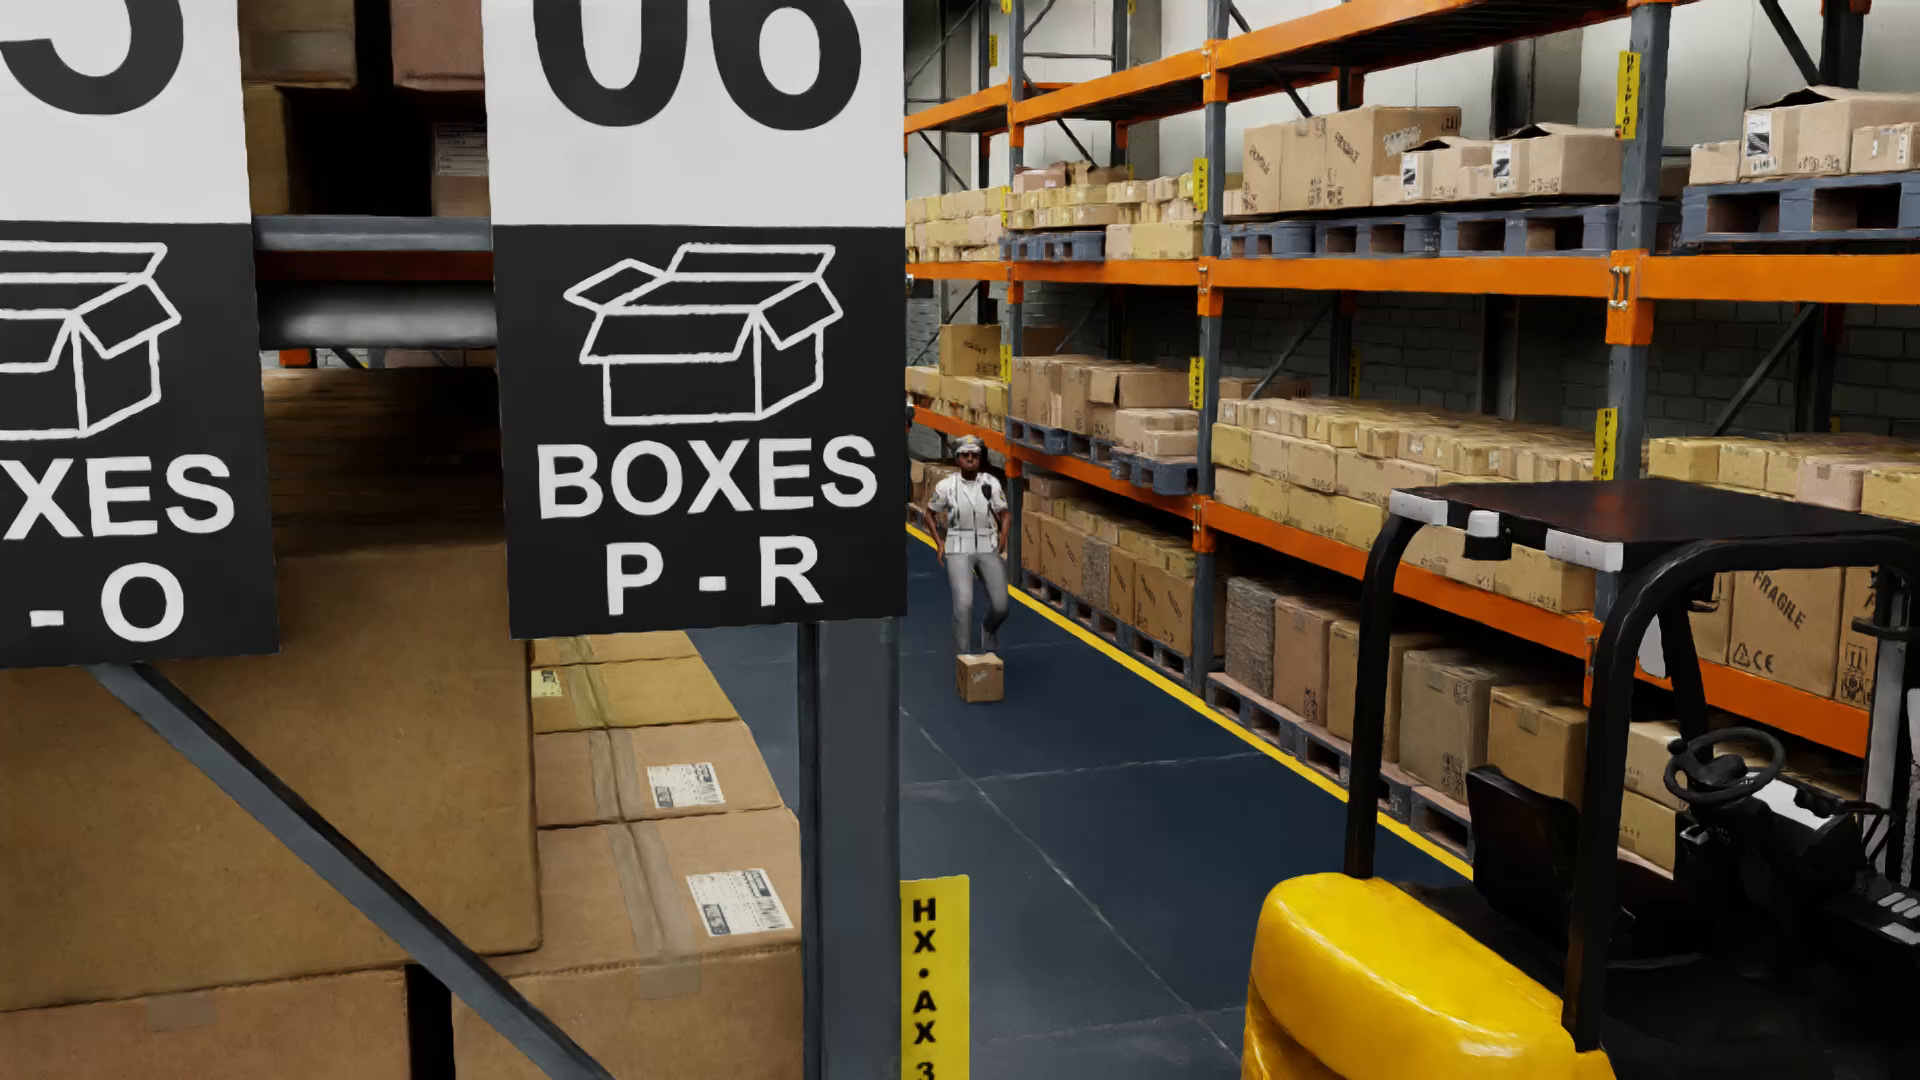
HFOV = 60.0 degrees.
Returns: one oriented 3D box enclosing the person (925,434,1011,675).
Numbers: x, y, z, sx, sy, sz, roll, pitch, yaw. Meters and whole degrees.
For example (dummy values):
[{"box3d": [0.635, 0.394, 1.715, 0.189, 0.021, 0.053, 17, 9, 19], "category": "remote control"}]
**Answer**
[{"box3d": [0.122, 0.095, 11.404, 0.583, 1.597, 0.759, -2, 10, -15], "category": "person"}]
